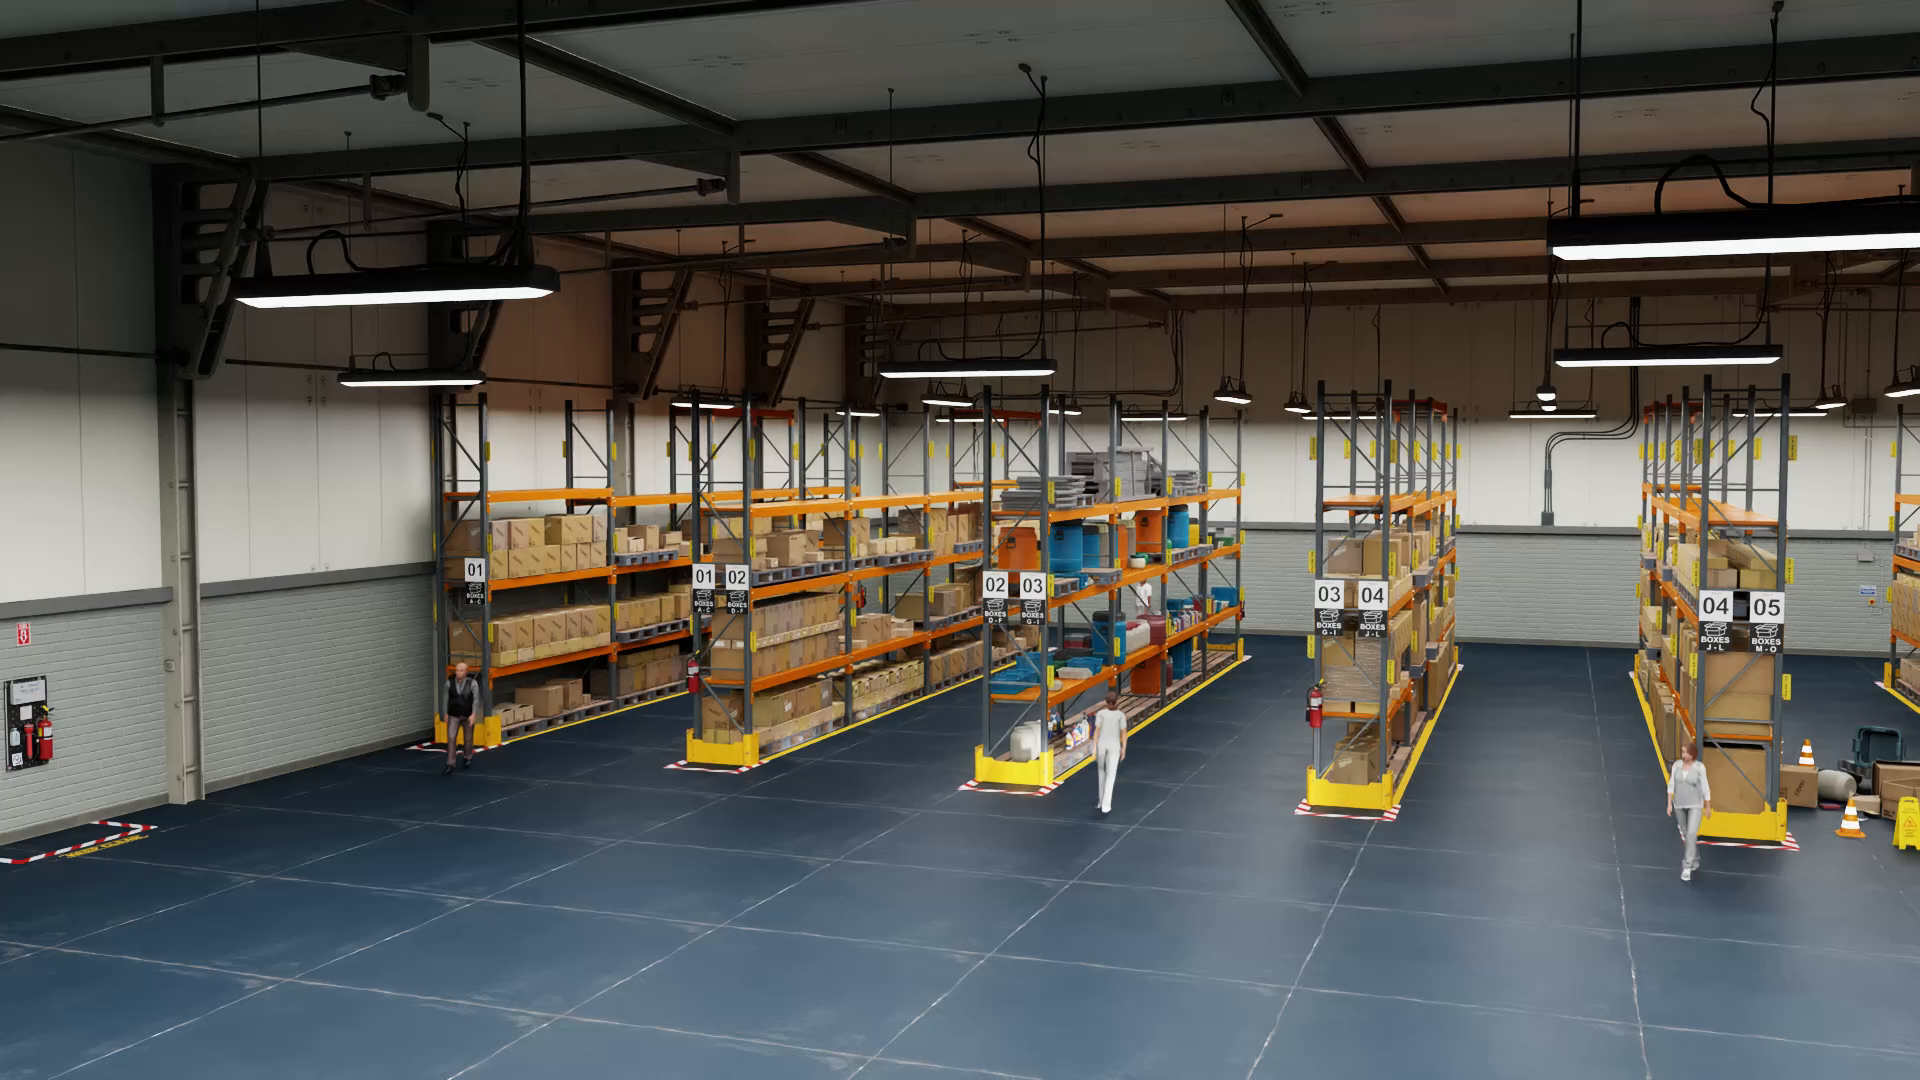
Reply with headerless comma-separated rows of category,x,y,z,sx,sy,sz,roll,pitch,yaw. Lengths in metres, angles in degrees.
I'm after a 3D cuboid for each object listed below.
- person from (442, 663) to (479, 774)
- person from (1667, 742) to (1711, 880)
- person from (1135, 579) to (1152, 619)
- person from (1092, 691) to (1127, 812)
person,-7.802,2.753,25.995,0.557,1.666,0.987,-1,3,-16
person,8.553,3.161,19.583,0.856,1.550,0.448,-3,4,-42
person,4.933,1.747,44.459,0.726,1.752,0.574,-1,3,-21
person,2.085,2.963,23.139,0.453,1.715,0.595,1,3,16
